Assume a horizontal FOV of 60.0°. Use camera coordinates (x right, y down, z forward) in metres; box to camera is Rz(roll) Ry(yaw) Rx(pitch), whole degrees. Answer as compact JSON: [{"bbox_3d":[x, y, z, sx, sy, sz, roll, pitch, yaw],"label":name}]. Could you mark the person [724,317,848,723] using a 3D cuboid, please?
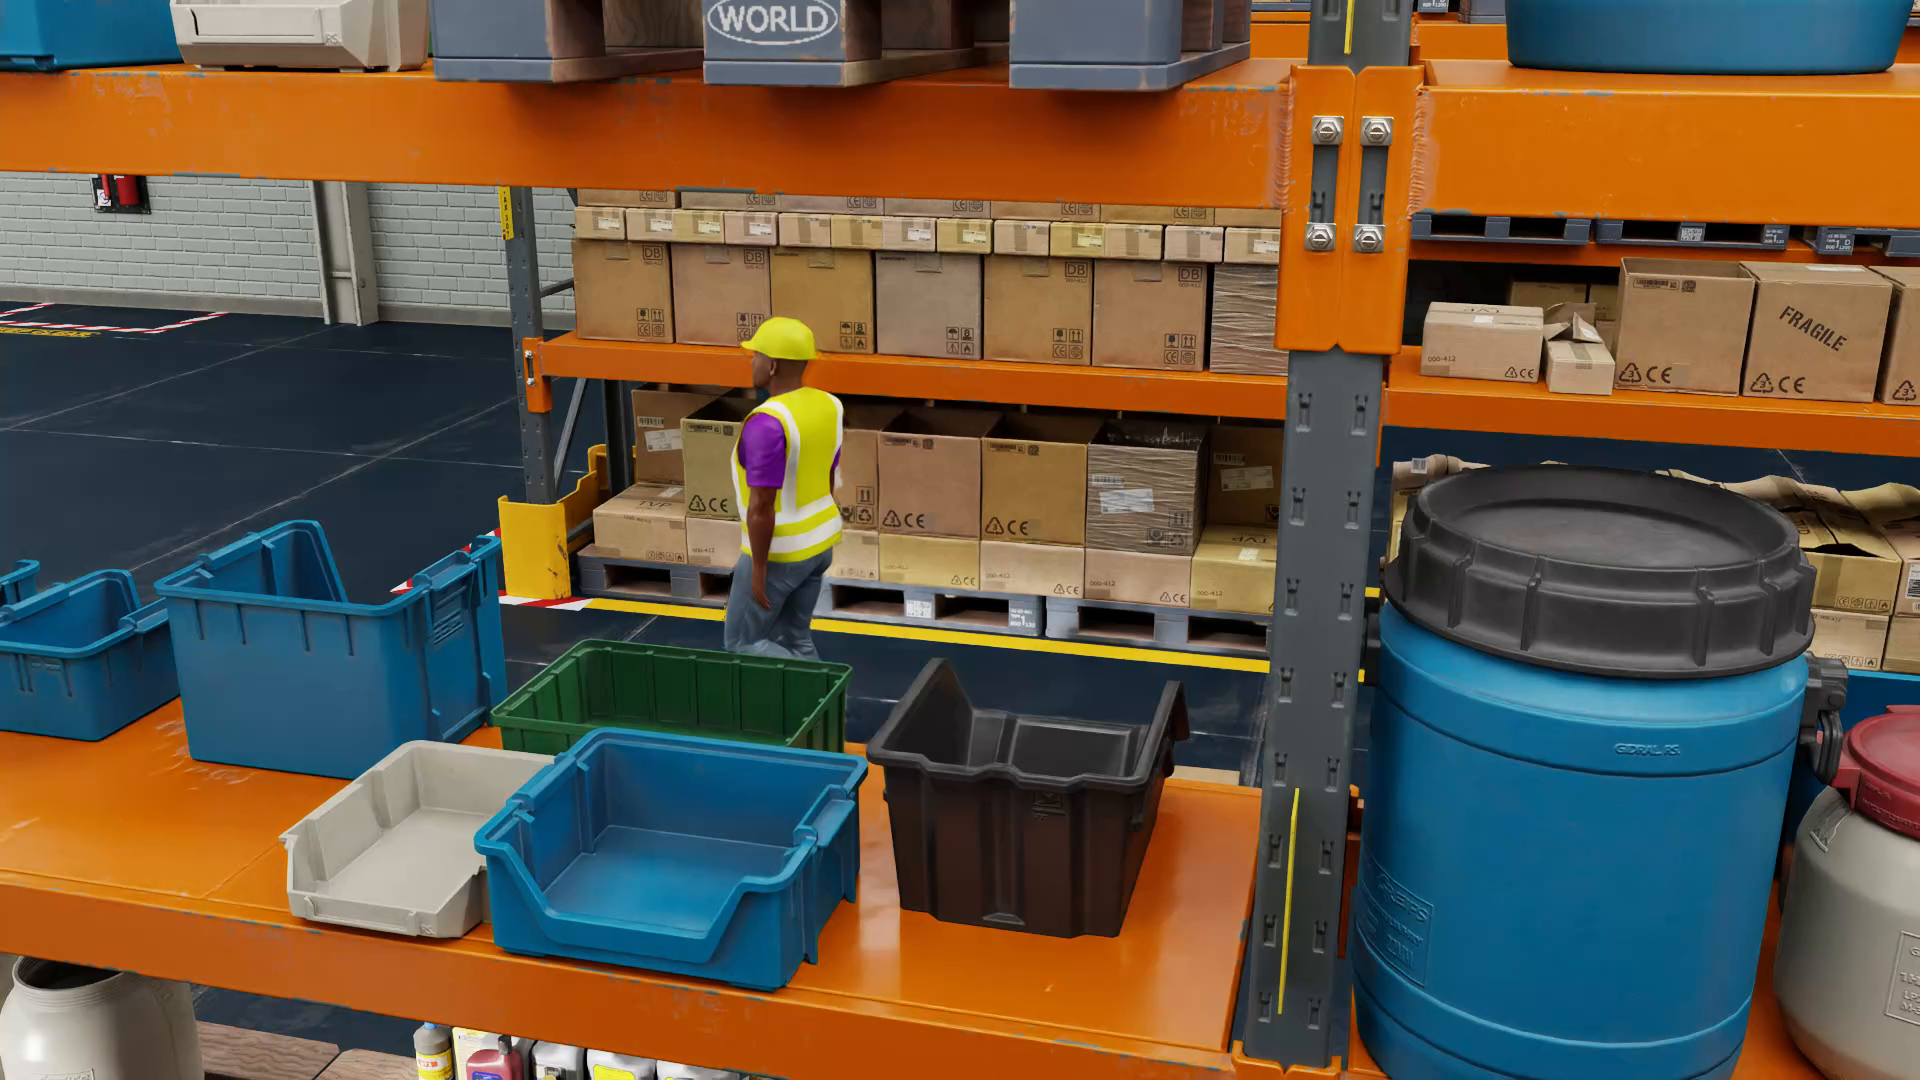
[{"bbox_3d":[-0.620,0.035,6.329,0.523,1.758,0.581,10,21,28],"label":"person"}]
